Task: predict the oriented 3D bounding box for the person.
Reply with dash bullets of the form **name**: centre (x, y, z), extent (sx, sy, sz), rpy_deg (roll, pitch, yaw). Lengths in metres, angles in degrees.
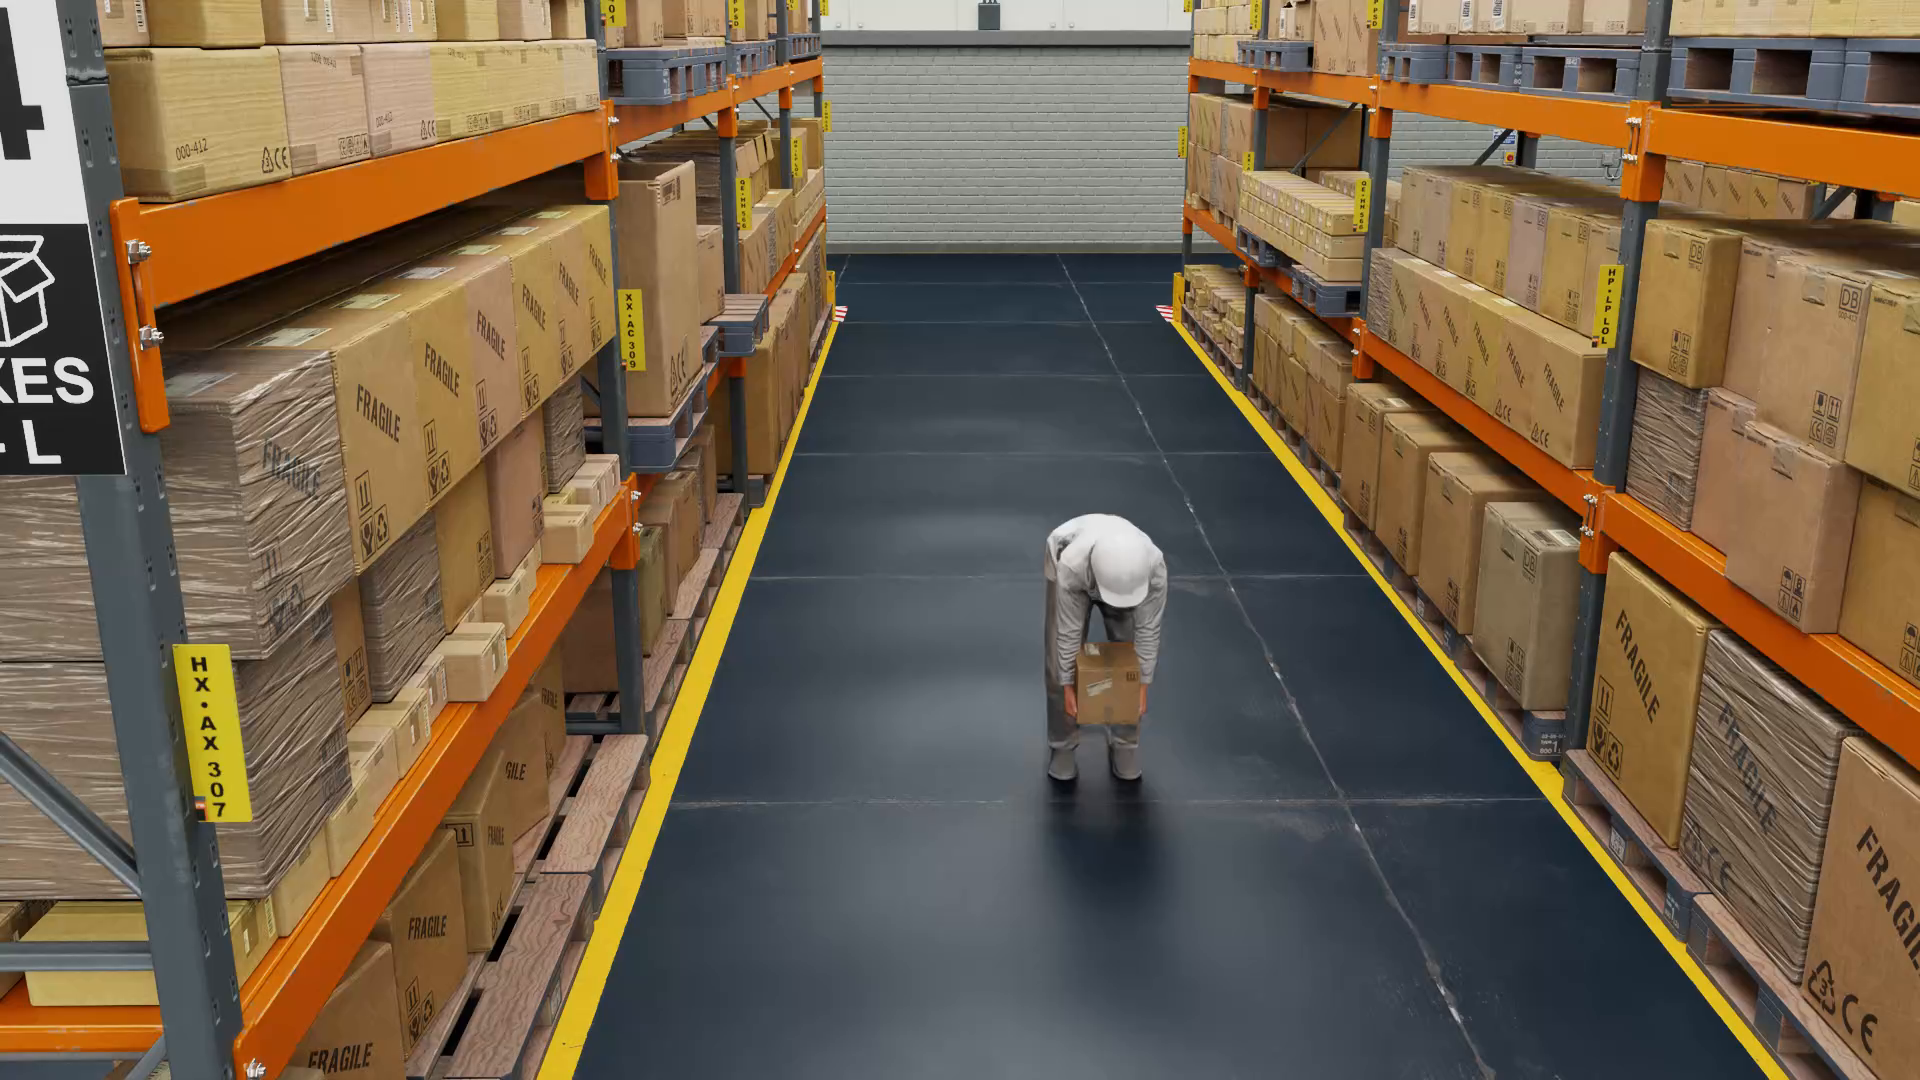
- **person**: centre (0.599, 0.467, 6.859), extent (0.462, 1.258, 0.981), rpy_deg (-1, 17, -2)
